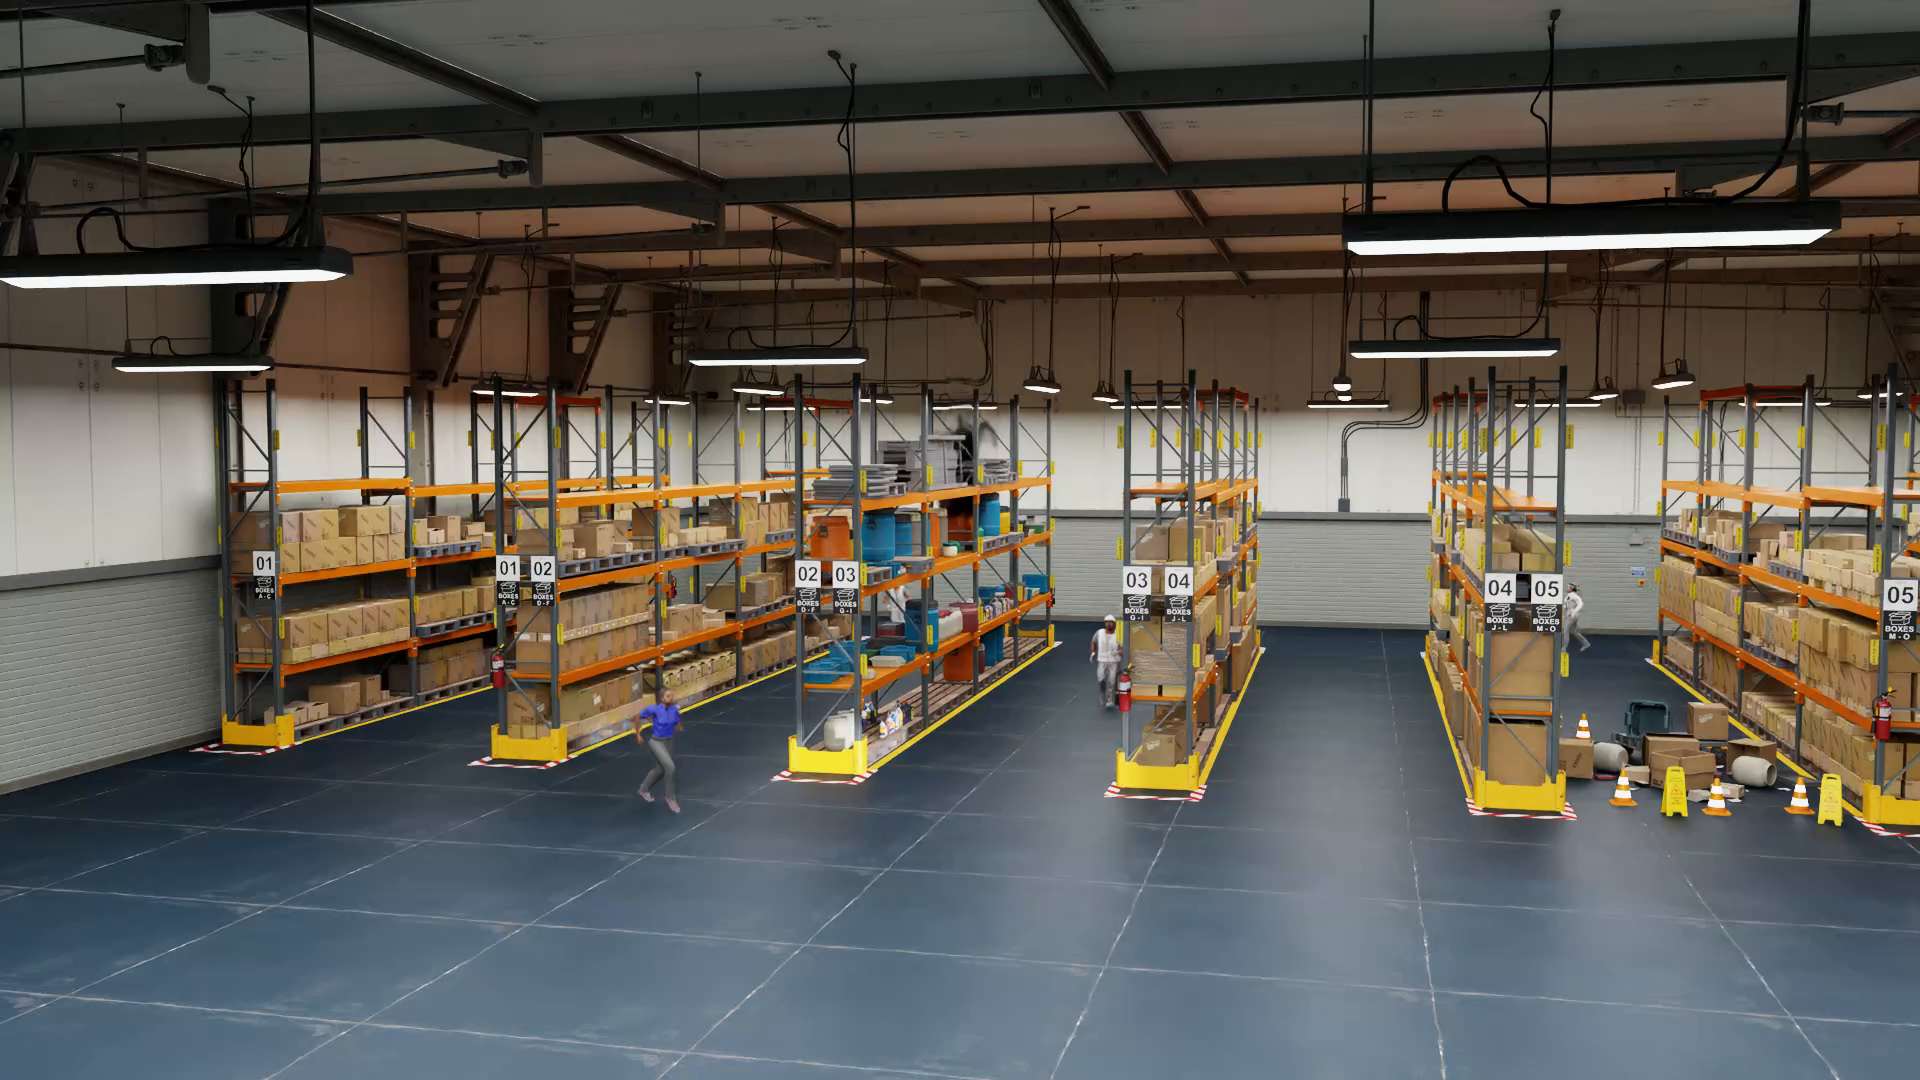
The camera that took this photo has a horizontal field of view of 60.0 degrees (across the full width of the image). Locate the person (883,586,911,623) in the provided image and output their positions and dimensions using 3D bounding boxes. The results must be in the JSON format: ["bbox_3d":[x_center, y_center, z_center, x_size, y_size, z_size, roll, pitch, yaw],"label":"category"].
[{"bbox_3d":[-1.532,1.720,40.277,0.652,1.728,0.613,0,3,-5],"label":"person"}]

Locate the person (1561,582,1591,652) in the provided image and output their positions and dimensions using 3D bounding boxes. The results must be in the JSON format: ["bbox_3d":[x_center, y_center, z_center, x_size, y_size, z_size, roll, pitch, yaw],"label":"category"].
[{"bbox_3d":[14.329,1.827,38.847,0.825,1.725,0.634,1,4,14],"label":"person"}]

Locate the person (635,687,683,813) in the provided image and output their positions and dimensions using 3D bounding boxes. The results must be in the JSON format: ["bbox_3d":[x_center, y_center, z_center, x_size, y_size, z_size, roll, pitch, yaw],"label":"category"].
[{"bbox_3d":[-4.082,2.835,22.583,0.836,1.697,0.599,3,4,39],"label":"person"}]

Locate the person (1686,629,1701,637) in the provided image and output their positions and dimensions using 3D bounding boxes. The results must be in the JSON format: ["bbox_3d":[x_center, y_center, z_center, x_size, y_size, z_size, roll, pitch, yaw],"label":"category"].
[{"bbox_3d":[16.906,1.853,38.125,0.727,1.725,0.518,-3,4,-37],"label":"person"}]

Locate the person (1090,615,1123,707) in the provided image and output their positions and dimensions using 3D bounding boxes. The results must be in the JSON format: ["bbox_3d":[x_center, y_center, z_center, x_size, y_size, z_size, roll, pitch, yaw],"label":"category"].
[{"bbox_3d":[2.752,2.266,30.890,0.681,1.739,0.624,1,3,10],"label":"person"}]
